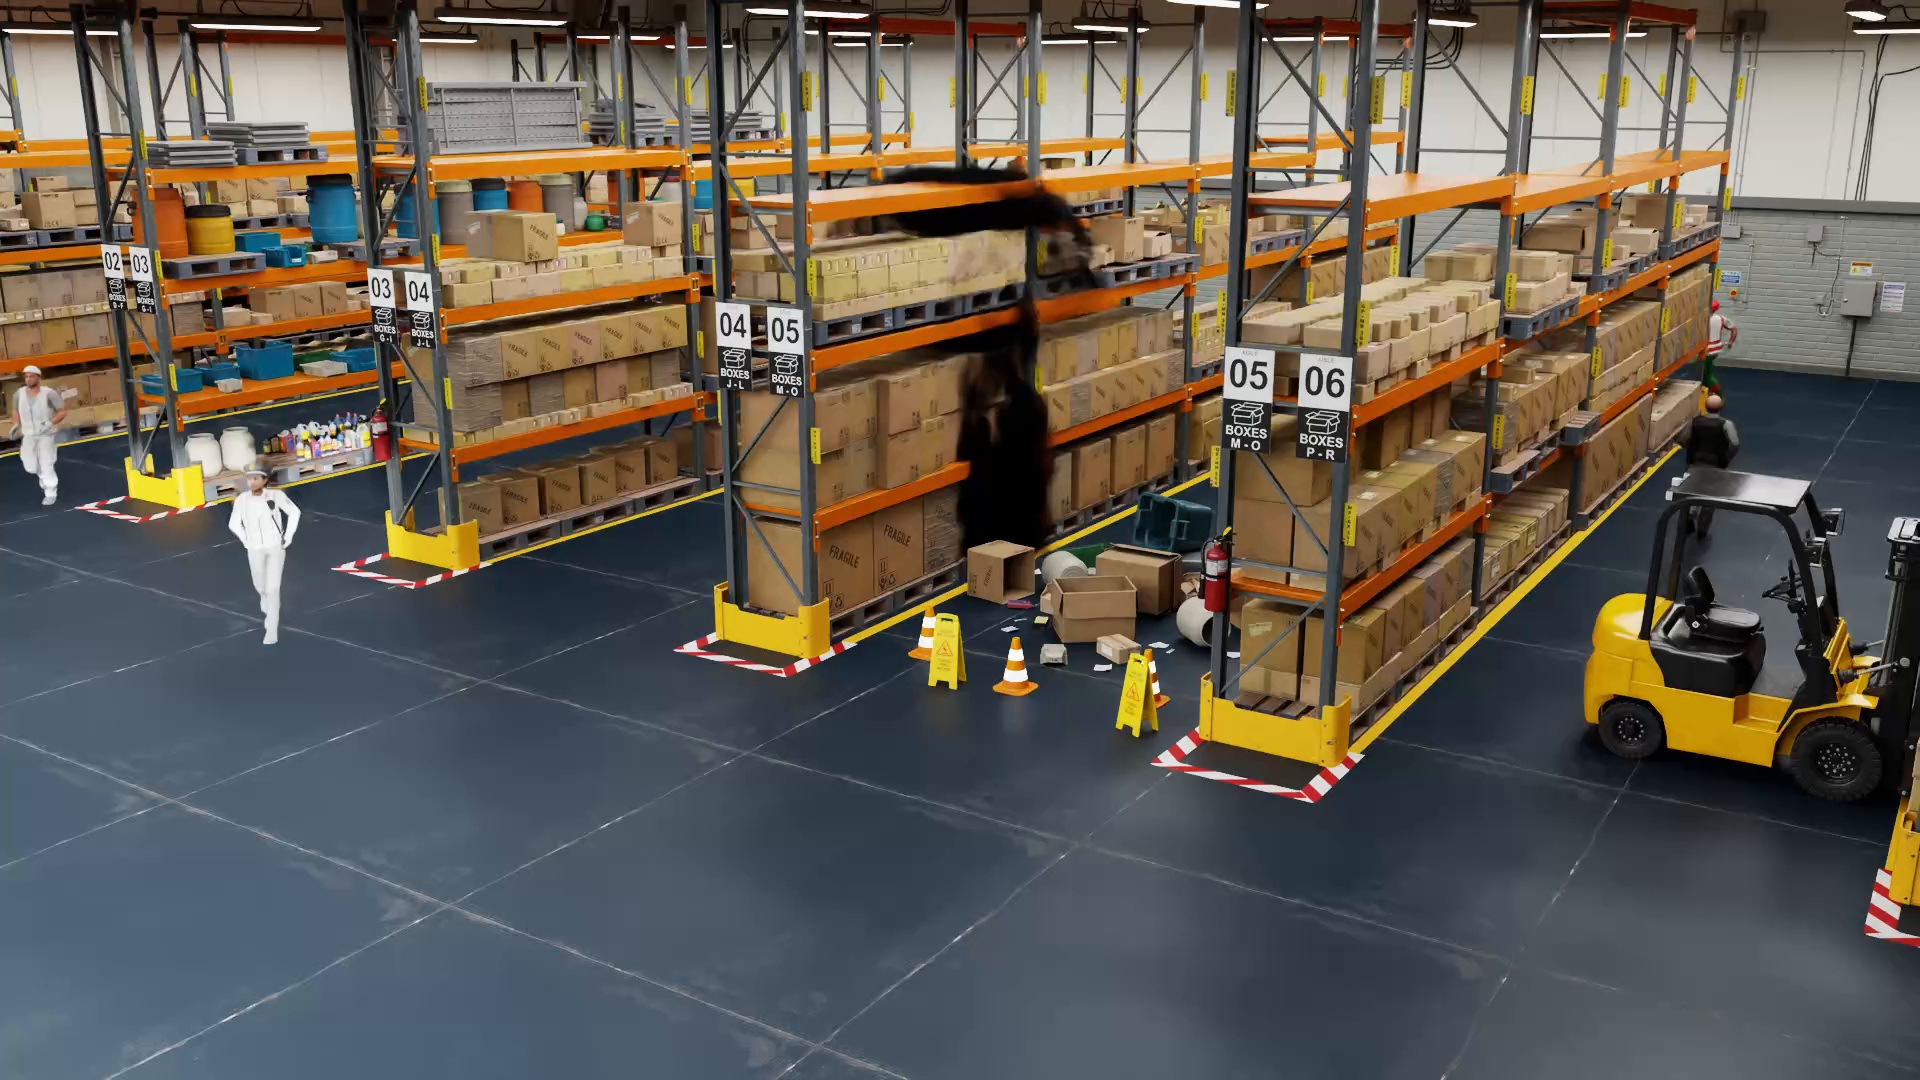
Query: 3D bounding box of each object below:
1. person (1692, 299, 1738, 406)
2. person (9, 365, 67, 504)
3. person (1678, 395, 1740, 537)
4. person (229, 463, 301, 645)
[{"bbox_3d":[12.028,-3.030,26.779,0.688,1.738,0.687,-7,17,-24],"label":"person"},{"bbox_3d":[-11.456,-1.309,20.704,0.657,1.740,0.597,-2,16,-9],"label":"person"},{"bbox_3d":[8.512,-0.804,18.975,0.662,1.720,0.868,9,18,29],"label":"person"},{"bbox_3d":[-6.605,0.069,15.873,0.625,1.702,0.859,-3,16,-11],"label":"person"}]
